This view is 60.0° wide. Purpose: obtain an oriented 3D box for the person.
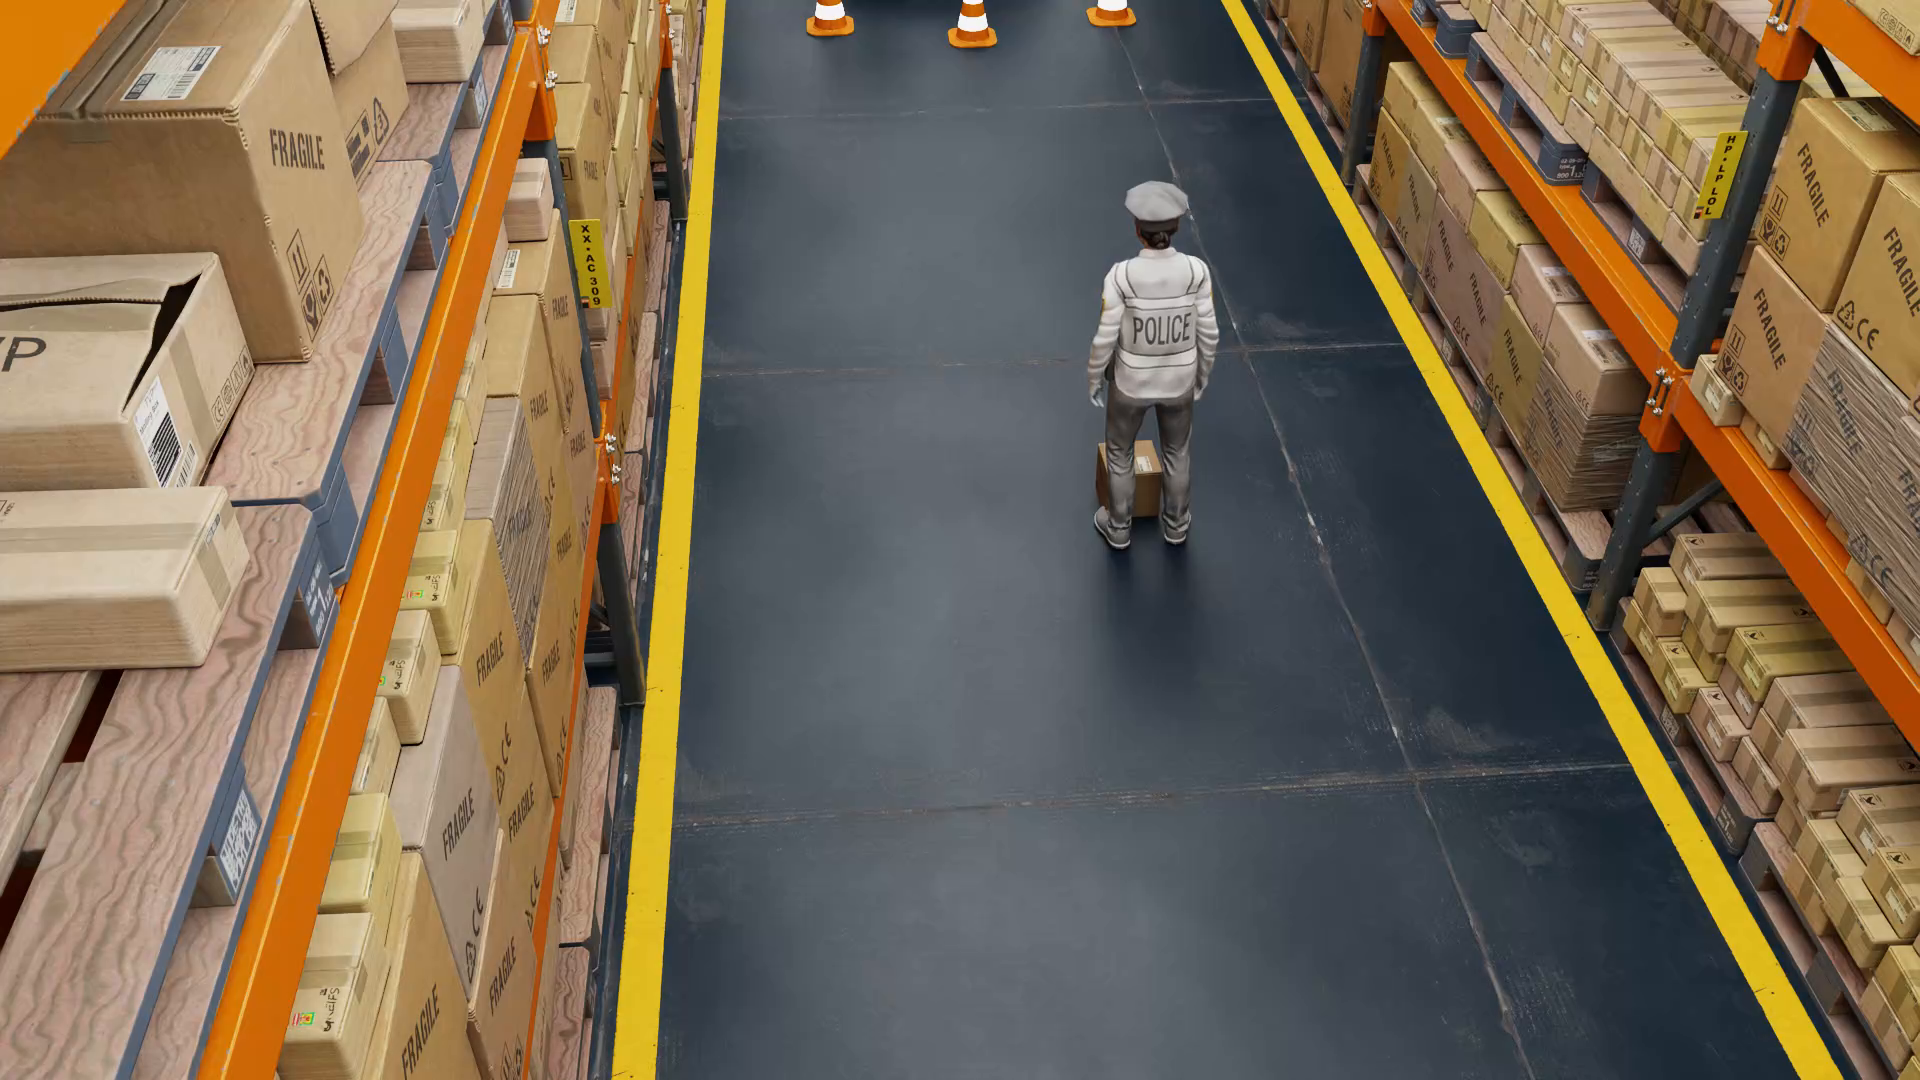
[{"bbox_3d":[0.797,-0.675,6.975,0.535,1.663,0.379,-4,39,-4],"label":"person"}]
